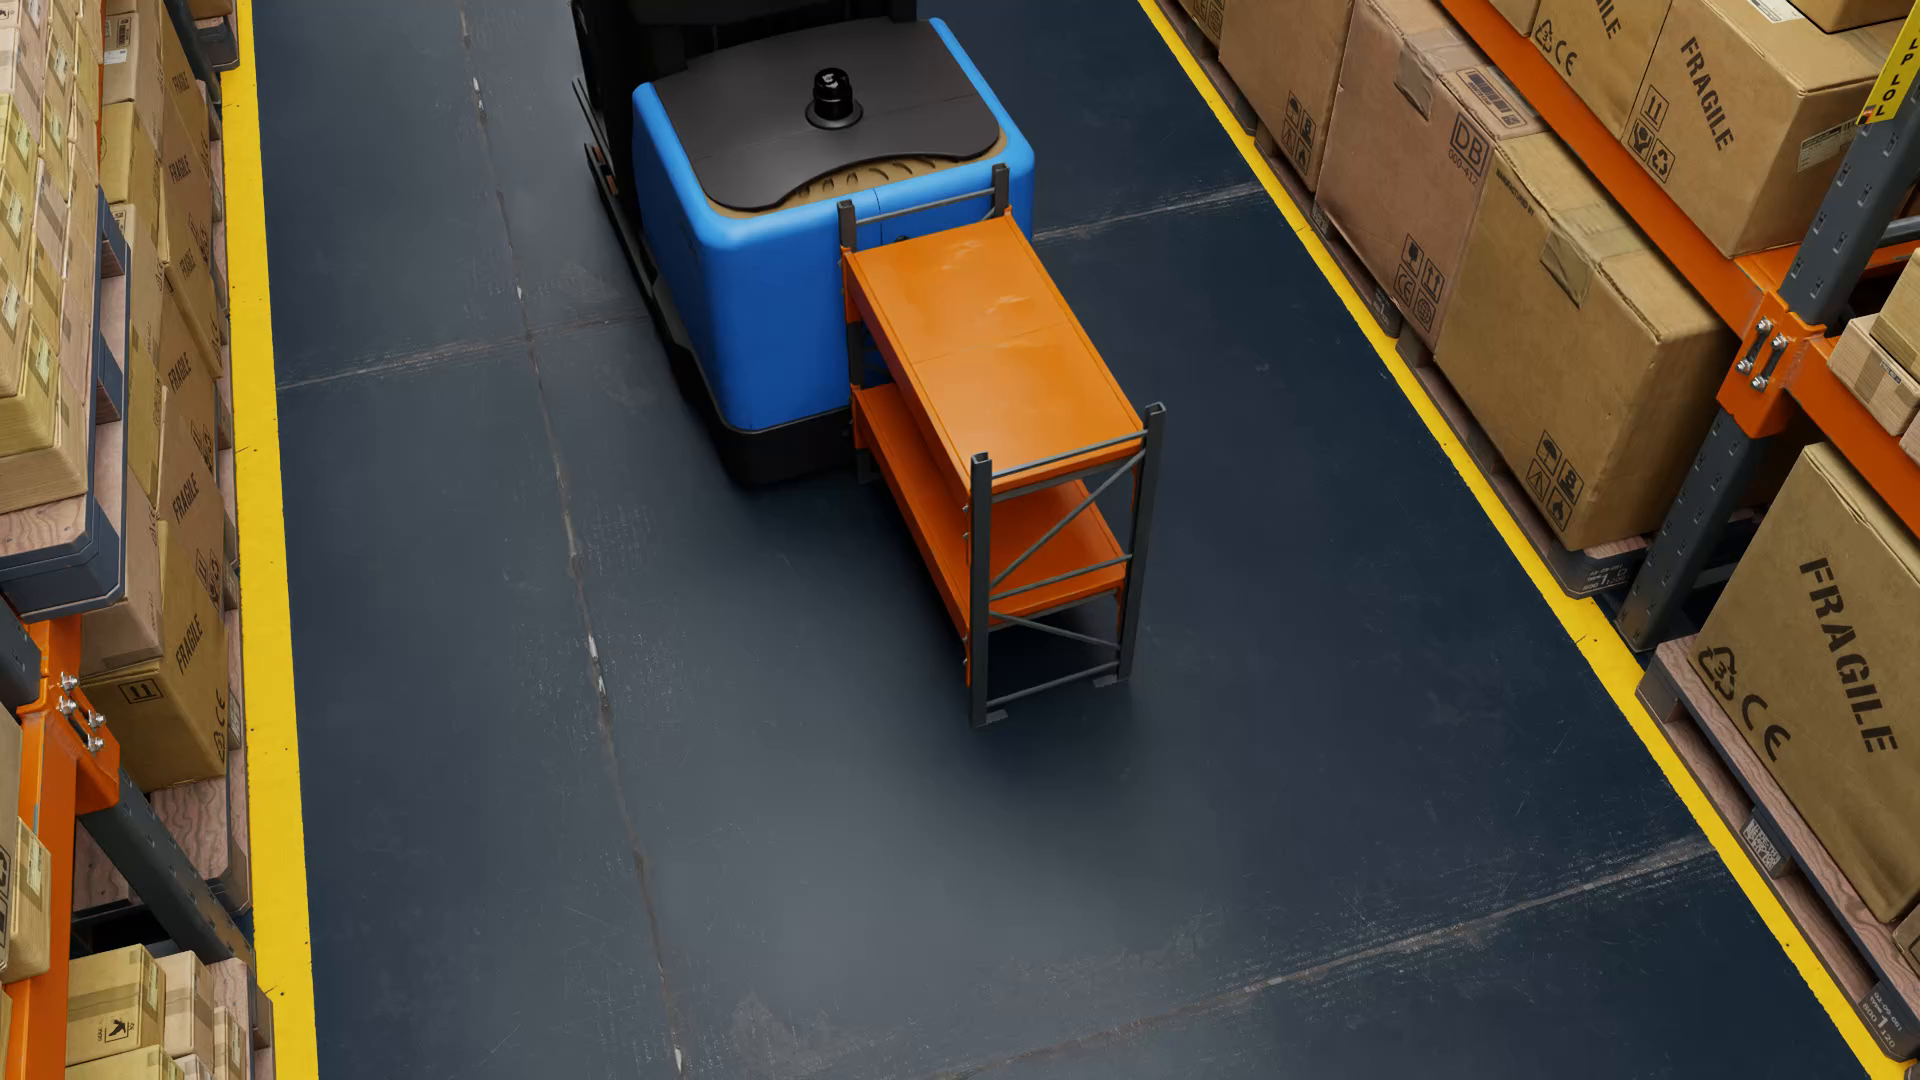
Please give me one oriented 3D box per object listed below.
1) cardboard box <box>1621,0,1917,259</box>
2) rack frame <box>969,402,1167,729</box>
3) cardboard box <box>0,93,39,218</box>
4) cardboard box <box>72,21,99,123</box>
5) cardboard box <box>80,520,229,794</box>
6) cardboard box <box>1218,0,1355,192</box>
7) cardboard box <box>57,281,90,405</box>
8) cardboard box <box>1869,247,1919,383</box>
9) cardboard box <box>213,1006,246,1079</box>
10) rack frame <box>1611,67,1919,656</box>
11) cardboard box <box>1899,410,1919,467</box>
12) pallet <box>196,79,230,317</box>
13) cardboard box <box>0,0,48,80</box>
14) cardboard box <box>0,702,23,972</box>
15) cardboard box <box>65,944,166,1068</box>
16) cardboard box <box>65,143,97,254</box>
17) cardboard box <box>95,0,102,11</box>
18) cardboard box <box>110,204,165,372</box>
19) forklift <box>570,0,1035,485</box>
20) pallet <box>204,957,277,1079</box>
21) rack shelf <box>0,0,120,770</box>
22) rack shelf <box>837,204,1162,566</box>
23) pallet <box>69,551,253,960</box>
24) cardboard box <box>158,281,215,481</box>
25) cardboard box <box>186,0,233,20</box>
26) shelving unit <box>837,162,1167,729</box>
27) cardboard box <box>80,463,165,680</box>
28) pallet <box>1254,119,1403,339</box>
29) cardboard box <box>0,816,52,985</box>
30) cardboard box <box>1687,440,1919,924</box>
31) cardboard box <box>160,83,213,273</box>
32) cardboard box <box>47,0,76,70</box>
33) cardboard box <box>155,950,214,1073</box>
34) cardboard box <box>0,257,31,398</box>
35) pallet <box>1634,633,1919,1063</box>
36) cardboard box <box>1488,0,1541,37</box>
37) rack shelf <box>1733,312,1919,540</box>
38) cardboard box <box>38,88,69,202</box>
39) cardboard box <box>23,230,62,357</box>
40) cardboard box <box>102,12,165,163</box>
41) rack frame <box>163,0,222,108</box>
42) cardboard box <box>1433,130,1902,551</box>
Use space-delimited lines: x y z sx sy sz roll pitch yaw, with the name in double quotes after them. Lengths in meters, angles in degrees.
2.071 -1.093 4.144 0.500 0.500 0.500 -13 51 -11 "cardboard box"
0.264 0.104 4.427 0.500 1.125 0.032 -16 52 -13 "rack frame"
-2.137 -0.761 3.430 0.380 0.149 0.250 -13 51 -11 "cardboard box"
-2.367 -1.132 4.132 0.380 0.149 0.250 -14 51 -12 "cardboard box"
-2.263 0.337 4.364 0.500 0.500 0.500 -12 51 -10 "cardboard box"
1.727 -1.991 6.082 1.225 0.875 0.875 -13 51 -11 "cardboard box"
-2.063 -0.380 3.498 0.380 0.149 0.250 -13 51 -10 "cardboard box"
2.358 -0.426 3.551 0.500 0.250 0.500 -14 51 -12 "cardboard box"
-1.857 1.260 3.816 0.380 0.149 0.250 -13 51 -11 "cardboard box"
2.470 -0.781 3.946 1.000 3.000 0.127 -13 51 -11 "rack frame"
2.317 -0.217 3.635 0.380 0.149 0.250 -15 51 -12 "cardboard box"
-3.252 -1.185 6.111 1.003 0.211 1.213 -13 51 -11 "pallet"
-2.285 -1.131 3.742 0.380 0.149 0.250 -14 51 -11 "cardboard box"
-1.885 0.428 2.667 0.500 0.500 0.500 -13 51 -11 "cardboard box"
-1.944 1.060 3.596 0.380 0.149 0.250 -12 51 -10 "cardboard box"
-2.206 -0.747 3.808 0.380 0.149 0.250 -13 51 -11 "cardboard box"
-2.522 -1.515 4.455 0.380 0.149 0.250 -12 51 -10 "cardboard box"
-2.571 -0.666 4.719 0.500 0.250 0.500 -12 51 -10 "cardboard box"
-0.783 -2.271 5.248 1.130 2.935 3.031 -17 52 -14 "forklift"
-2.066 1.648 3.723 1.003 0.211 1.213 -13 51 -11 "pallet"
-2.890 -0.962 4.570 1.077 0.370 4.000 -13 51 -11 "rack shelf"
0.082 -0.448 4.509 0.538 0.278 1.000 -16 52 -13 "rack shelf"
-2.530 0.597 4.608 1.003 0.211 1.213 -13 51 -11 "pallet"
-2.589 -0.428 5.009 0.500 0.500 0.500 -13 51 -10 "cardboard box"
-3.575 -2.530 6.618 1.050 0.750 0.750 -14 51 -11 "cardboard box"
0.082 -0.259 4.733 0.538 1.125 1.048 -16 52 -13 "shelving unit"
-2.264 0.096 4.077 0.500 0.250 0.500 -15 52 -13 "cardboard box"
1.805 -1.321 6.226 1.003 0.211 1.213 -13 51 -11 "pallet"
-1.810 0.667 2.890 0.380 0.149 0.250 -15 51 -12 "cardboard box"
2.588 0.269 4.177 0.875 0.875 0.875 -13 51 -11 "cardboard box"
-2.887 -1.183 5.645 0.500 0.500 0.500 -11 51 -10 "cardboard box"
-2.368 -1.232 4.022 0.380 0.149 0.250 -14 51 -12 "cardboard box"
-1.901 1.113 3.745 0.380 0.149 0.250 -12 51 -10 "cardboard box"
-1.975 -0.371 3.101 0.380 0.149 0.250 -11 51 -9 "cardboard box"
2.620 0.691 4.529 1.003 0.211 1.213 -13 51 -11 "pallet"
1.770 -1.836 4.770 0.500 0.500 0.500 -14 51 -11 "cardboard box"
3.061 0.912 2.990 1.077 0.370 4.000 -13 51 -11 "rack shelf"
-2.208 -0.842 3.693 0.380 0.149 0.250 -15 52 -13 "cardboard box"
-2.054 -0.464 3.374 0.380 0.149 0.250 -14 51 -12 "cardboard box"
-2.869 -1.419 5.354 0.500 0.250 0.500 -13 51 -10 "cardboard box"
-3.481 -2.655 5.526 1.000 3.000 0.127 -13 51 -11 "rack frame"
2.261 -0.694 4.988 1.225 0.875 0.875 -13 51 -11 "cardboard box"
